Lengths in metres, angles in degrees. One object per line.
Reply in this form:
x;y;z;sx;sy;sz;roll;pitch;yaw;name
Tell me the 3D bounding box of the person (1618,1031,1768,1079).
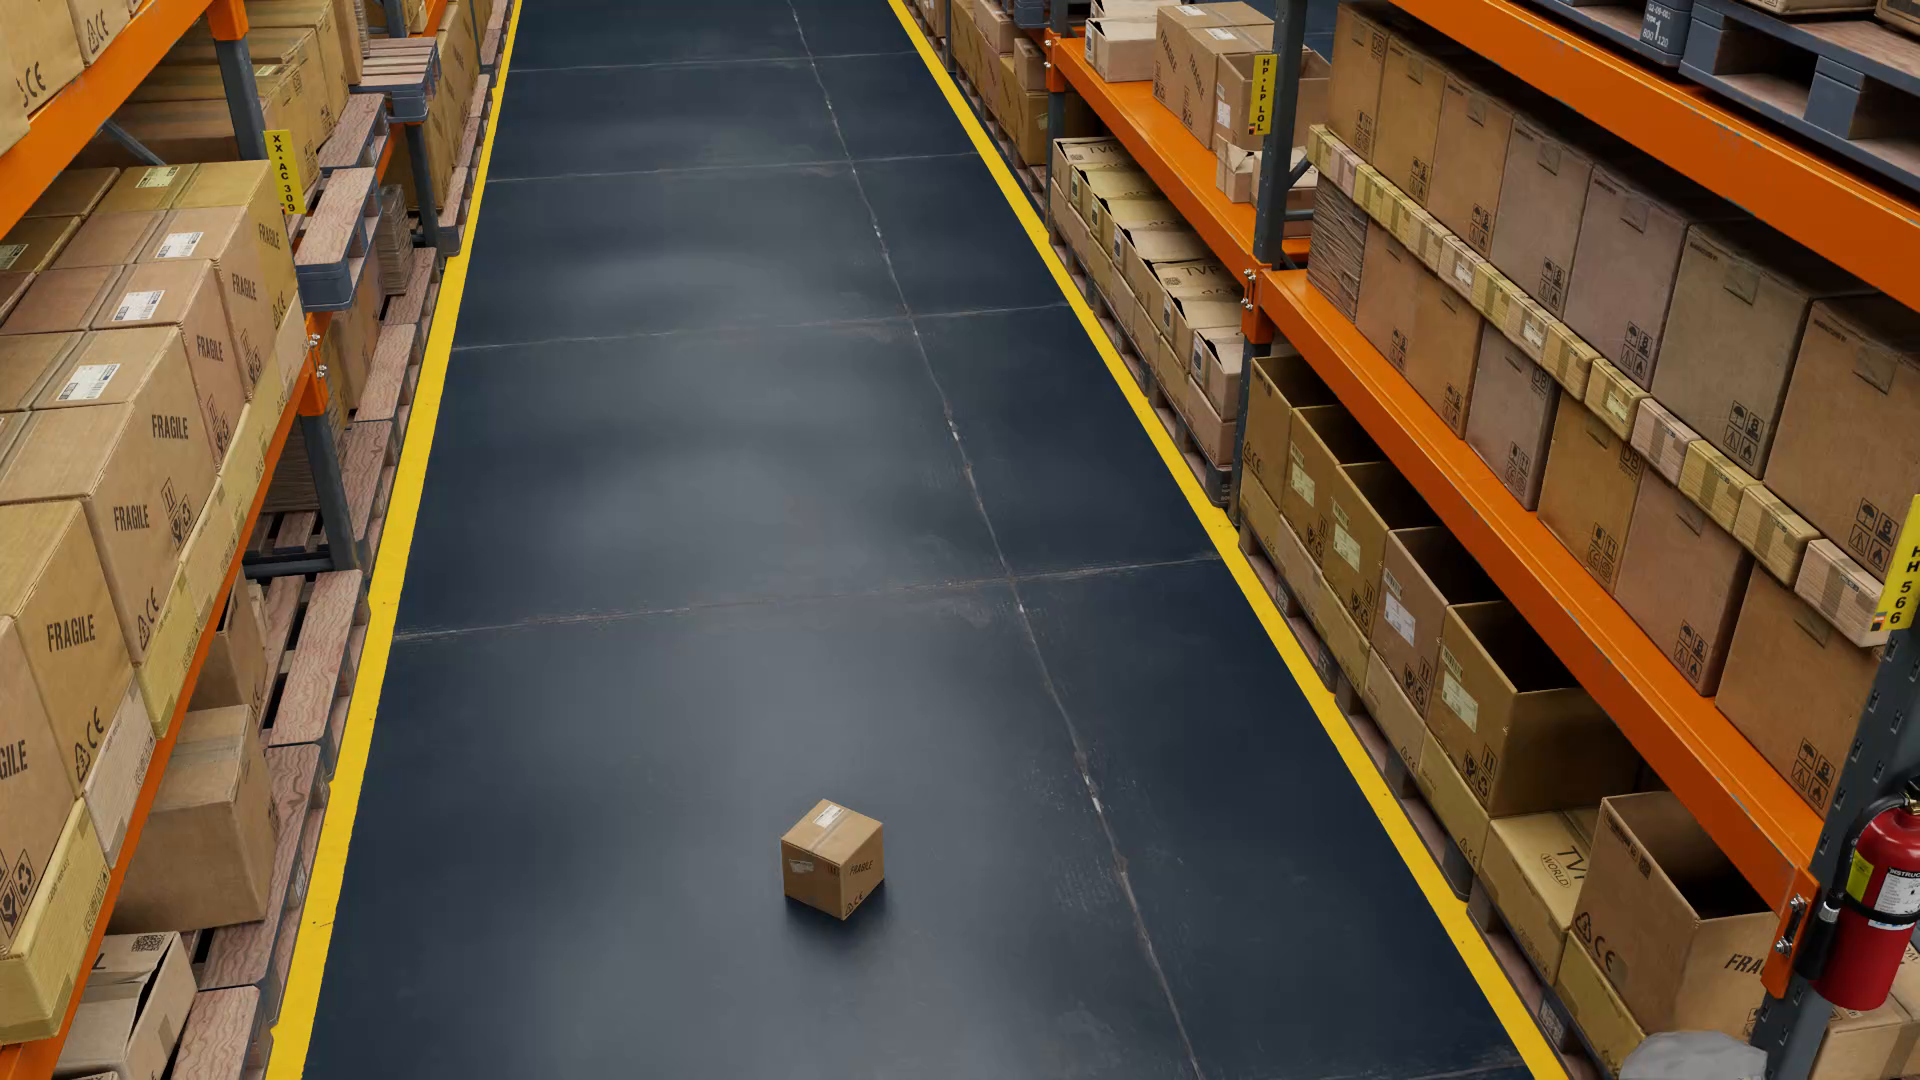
1.413;1.676;3.275;0.487;1.635;0.967;-20;36;-29;person
